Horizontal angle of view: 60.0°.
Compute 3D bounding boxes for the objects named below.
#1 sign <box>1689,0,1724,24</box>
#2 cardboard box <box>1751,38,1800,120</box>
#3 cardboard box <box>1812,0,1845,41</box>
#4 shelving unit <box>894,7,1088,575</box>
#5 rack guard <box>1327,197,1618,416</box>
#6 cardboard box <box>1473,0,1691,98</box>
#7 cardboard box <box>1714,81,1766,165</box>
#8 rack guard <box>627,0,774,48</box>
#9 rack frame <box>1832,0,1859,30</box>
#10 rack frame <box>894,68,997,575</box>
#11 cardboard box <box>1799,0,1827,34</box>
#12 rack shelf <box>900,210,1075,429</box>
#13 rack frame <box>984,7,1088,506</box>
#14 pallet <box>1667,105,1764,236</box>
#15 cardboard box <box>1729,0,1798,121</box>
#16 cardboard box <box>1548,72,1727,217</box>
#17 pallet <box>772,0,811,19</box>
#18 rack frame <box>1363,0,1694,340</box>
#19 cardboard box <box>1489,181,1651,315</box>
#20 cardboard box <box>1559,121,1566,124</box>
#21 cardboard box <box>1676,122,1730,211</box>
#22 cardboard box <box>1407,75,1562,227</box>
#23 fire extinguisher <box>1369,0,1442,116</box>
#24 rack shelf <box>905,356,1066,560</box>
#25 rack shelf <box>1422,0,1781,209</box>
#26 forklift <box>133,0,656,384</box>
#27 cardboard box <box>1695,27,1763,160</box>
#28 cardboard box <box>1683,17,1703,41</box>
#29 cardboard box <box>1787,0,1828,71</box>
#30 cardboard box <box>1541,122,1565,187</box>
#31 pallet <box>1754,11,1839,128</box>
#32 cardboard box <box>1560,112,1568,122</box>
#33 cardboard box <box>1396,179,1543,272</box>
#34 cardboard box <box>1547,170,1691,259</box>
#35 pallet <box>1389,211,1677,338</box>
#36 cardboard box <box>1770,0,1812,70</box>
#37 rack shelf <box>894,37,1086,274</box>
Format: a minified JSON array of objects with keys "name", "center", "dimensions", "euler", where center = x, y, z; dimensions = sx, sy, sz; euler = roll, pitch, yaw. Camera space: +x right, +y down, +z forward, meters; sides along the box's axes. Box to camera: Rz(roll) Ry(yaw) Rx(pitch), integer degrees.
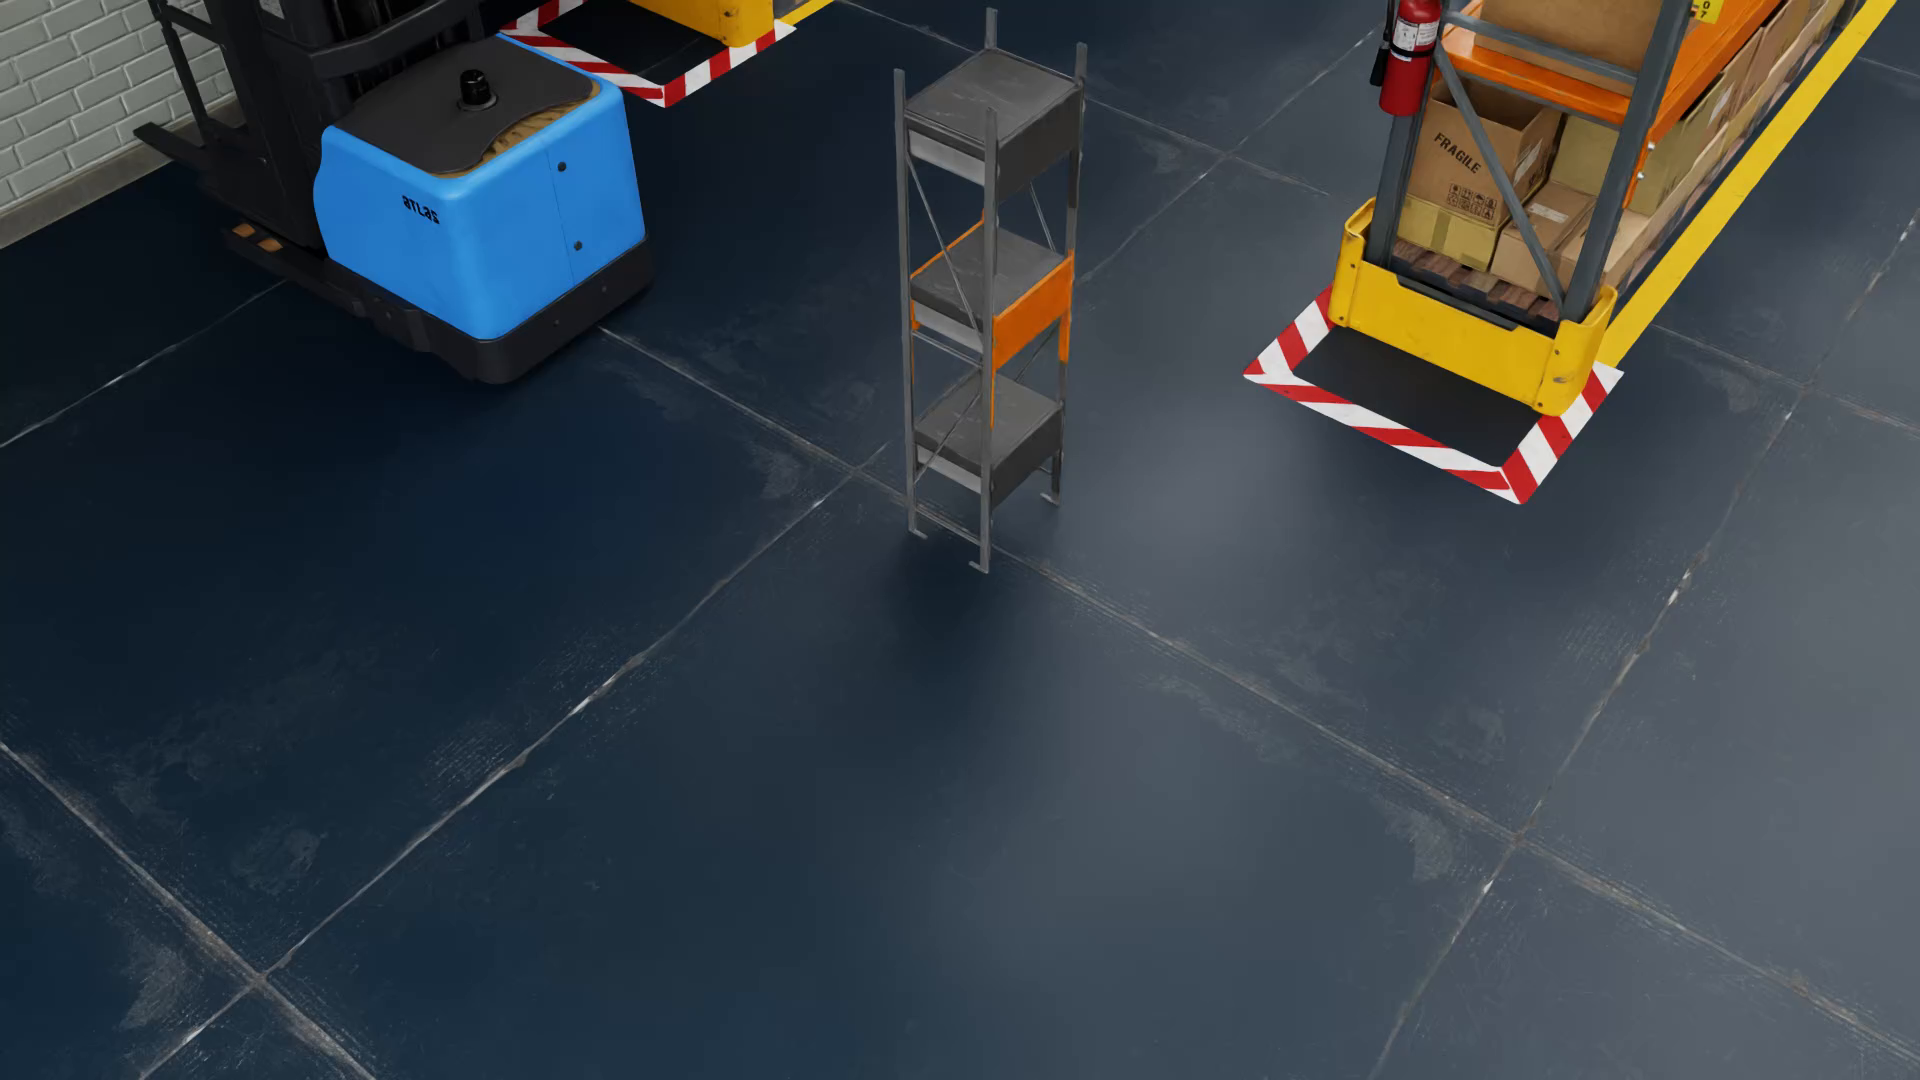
[{"name":"sign","center":[2.702,-2.005,5.938],"dimensions":[0.100,0.325,0.005],"euler":[29,53,25]},{"name":"cardboard box","center":[3.994,-2.475,8.651],"dimensions":[0.500,0.250,0.500],"euler":[29,53,25]},{"name":"cardboard box","center":[4.601,-3.050,9.200],"dimensions":[0.500,0.250,0.500],"euler":[29,53,25]},{"name":"shelving unit","center":[0.101,-0.820,6.081],"dimensions":[0.431,2.100,0.503],"euler":[29,53,25]},{"name":"rack guard","center":[2.252,-1.051,7.408],"dimensions":[1.175,0.500,0.348],"euler":[29,53,25]},{"name":"cardboard box","center":[2.562,-2.224,6.731],"dimensions":[0.700,0.500,0.500],"euler":[29,53,25]},{"name":"cardboard box","center":[3.689,-2.189,8.378],"dimensions":[0.500,0.250,0.500],"euler":[29,53,25]},{"name":"rack guard","center":[-1.609,-3.296,9.552],"dimensions":[1.175,0.500,0.348],"euler":[29,53,25]},{"name":"rack frame","center":[4.712,-4.217,8.703],"dimensions":[1.000,3.000,0.127],"euler":[29,53,25]},{"name":"rack frame","center":[-0.048,-0.680,5.948],"dimensions":[0.400,2.100,0.015],"euler":[29,53,25]},{"name":"cardboard box","center":[4.287,-3.028,8.661],"dimensions":[0.500,0.500,0.500],"euler":[29,53,25]},{"name":"rack shelf","center":[0.101,-0.811,6.091],"dimensions":[0.431,0.518,0.480],"euler":[29,53,25]},{"name":"rack frame","center":[0.250,-0.960,6.215],"dimensions":[0.400,2.100,0.015],"euler":[29,53,25]},{"name":"pallet","center":[3.447,-2.116,8.625],"dimensions":[1.003,0.211,1.213],"euler":[29,53,25]},{"name":"cardboard box","center":[3.690,-2.448,8.106],"dimensions":[0.500,0.500,0.500],"euler":[29,53,25]},{"name":"cardboard box","center":[3.075,-1.877,7.562],"dimensions":[0.500,0.500,0.500],"euler":[29,53,25]},{"name":"pallet","center":[-1.085,-3.645,10.086],"dimensions":[1.003,0.211,1.213],"euler":[29,53,25]},{"name":"rack frame","center":[2.266,-1.928,6.517],"dimensions":[1.000,3.000,0.127],"euler":[29,53,25]},{"name":"cardboard box","center":[2.770,-1.331,7.559],"dimensions":[0.500,0.250,0.500],"euler":[29,53,25]},{"name":"cardboard box","center":[2.961,-2.139,8.330],"dimensions":[0.500,0.250,0.500],"euler":[29,53,25]},{"name":"cardboard box","center":[3.379,-1.905,8.107],"dimensions":[0.500,0.250,0.500],"euler":[29,53,25]},{"name":"cardboard box","center":[2.359,-1.820,7.507],"dimensions":[0.500,0.500,0.500],"euler":[29,53,25]},{"name":"fire extinguisher","center":[1.827,-2.039,6.677],"dimensions":[0.296,0.674,0.183],"euler":[29,53,25]},{"name":"rack shelf","center":[0.101,-0.327,6.597],"dimensions":[0.431,0.518,0.480],"euler":[29,53,25]},{"name":"rack shelf","center":[3.489,-2.824,7.870],"dimensions":[1.077,0.370,4.000],"euler":[29,53,25]},{"name":"forklift","center":[-2.923,-2.570,7.178],"dimensions":[3.031,2.935,1.130],"euler":[28,52,24]},{"name":"cardboard box","center":[3.370,-2.169,7.840],"dimensions":[0.500,0.500,0.500],"euler":[29,53,25]},{"name":"cardboard box","center":[2.879,-2.526,7.020],"dimensions":[0.700,0.500,0.500],"euler":[31,53,26]},{"name":"cardboard box","center":[4.288,-2.768,8.931],"dimensions":[0.500,0.250,0.500],"euler":[29,53,25]},{"name":"cardboard box","center":[2.657,-1.852,8.056],"dimensions":[0.500,0.250,0.500],"euler":[29,53,25]},{"name":"pallet","center":[4.193,-2.817,9.295],"dimensions":[1.003,0.211,1.213],"euler":[29,53,25]},{"name":"cardboard box","center":[2.959,-2.399,8.060],"dimensions":[0.500,0.500,0.500],"euler":[29,53,25]},{"name":"cardboard box","center":[2.361,-1.560,7.777],"dimensions":[0.500,0.250,0.500],"euler":[29,53,25]},{"name":"cardboard box","center":[3.073,-1.619,7.833],"dimensions":[0.500,0.250,0.500],"euler":[29,53,25]},{"name":"pallet","center":[2.701,-1.421,7.961],"dimensions":[1.003,0.211,1.213],"euler":[29,53,25]},{"name":"cardboard box","center":[3.984,-2.740,8.386],"dimensions":[0.500,0.500,0.500],"euler":[29,53,25]},{"name":"rack shelf","center":[0.101,-1.294,5.585],"dimensions":[0.431,0.518,0.480],"euler":[29,53,25]}]
